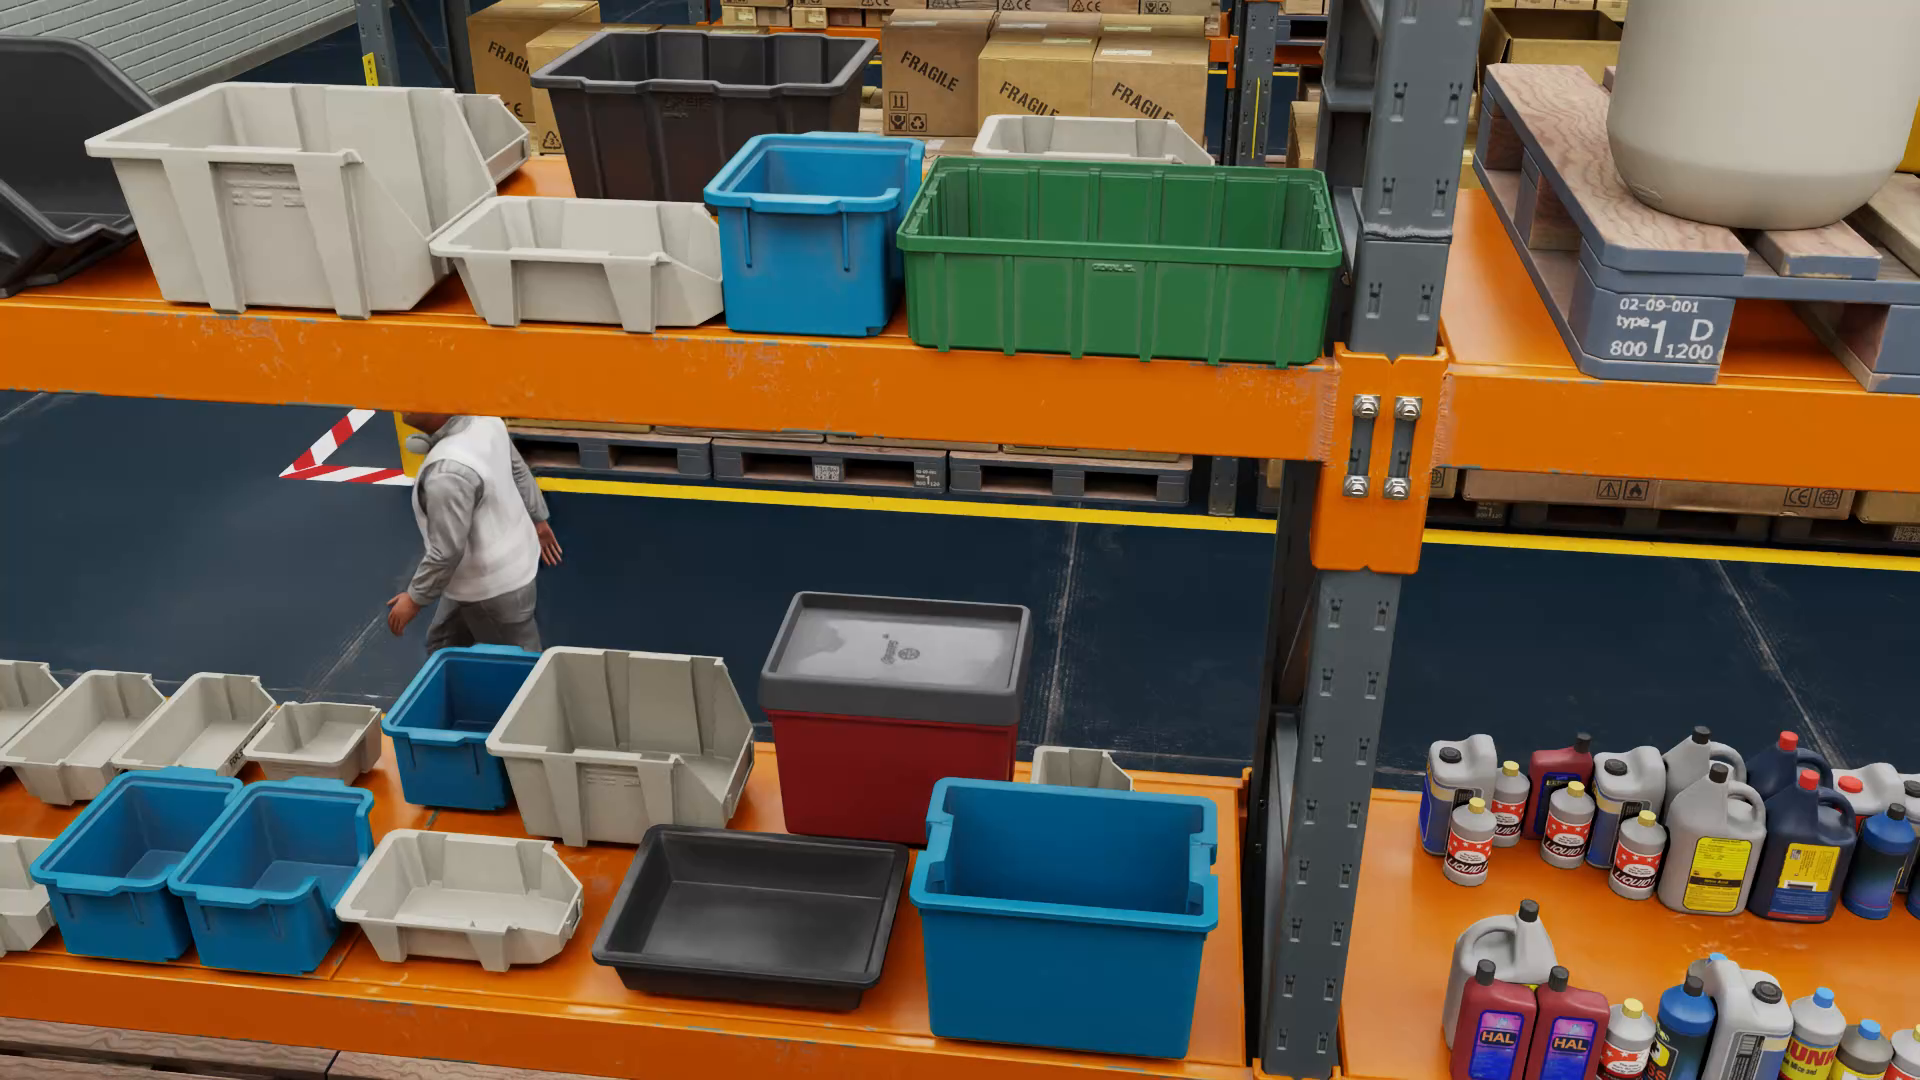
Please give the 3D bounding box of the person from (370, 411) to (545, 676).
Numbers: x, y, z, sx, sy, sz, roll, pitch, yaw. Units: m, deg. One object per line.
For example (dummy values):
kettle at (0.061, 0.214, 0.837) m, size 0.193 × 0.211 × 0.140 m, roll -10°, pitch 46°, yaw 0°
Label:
person at (-1.782, 0.133, 5.876) m, size 0.892 × 1.758 × 0.600 m, roll -4°, pitch 28°, yaw -7°
